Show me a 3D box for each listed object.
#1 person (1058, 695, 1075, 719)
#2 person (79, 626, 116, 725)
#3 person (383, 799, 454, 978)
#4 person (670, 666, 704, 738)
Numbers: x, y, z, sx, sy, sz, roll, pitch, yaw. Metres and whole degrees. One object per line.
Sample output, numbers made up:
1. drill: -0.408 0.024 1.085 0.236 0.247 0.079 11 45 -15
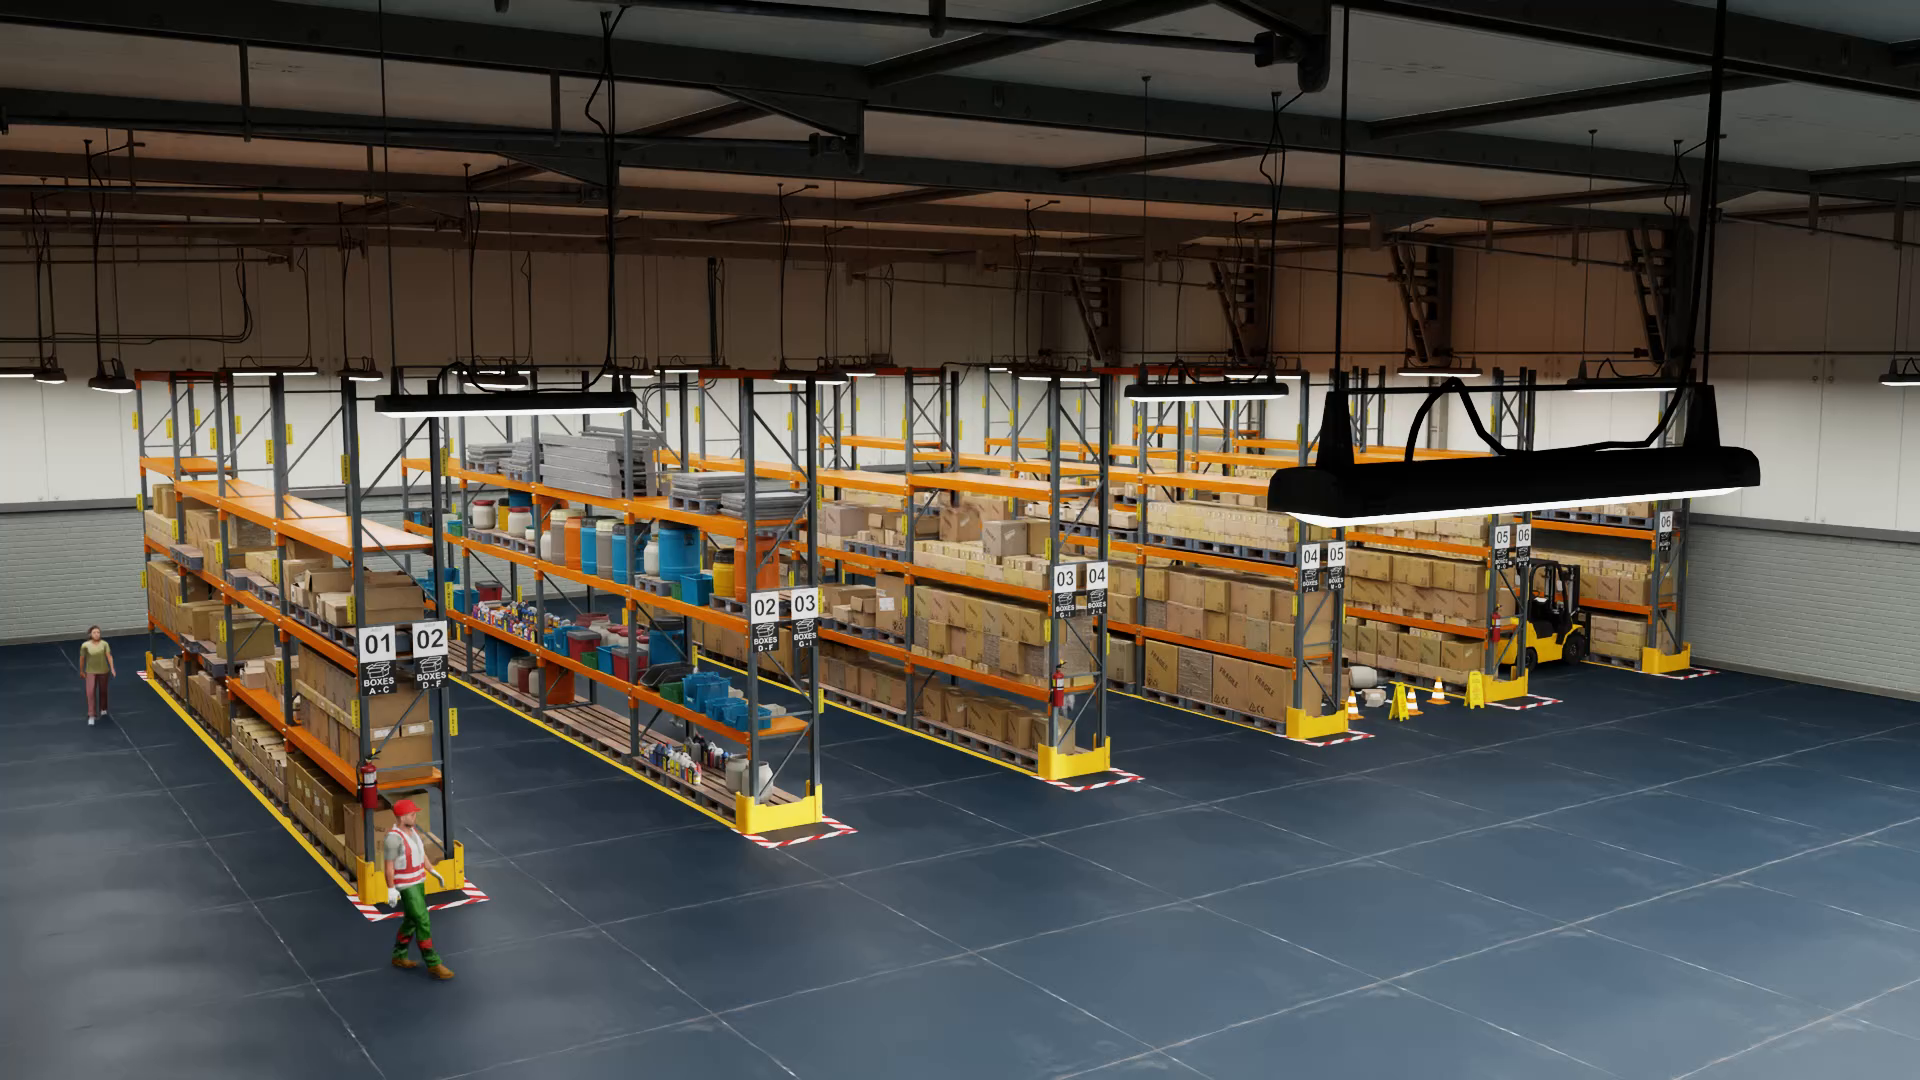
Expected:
1. person: 1.658 2.366 27.750 0.607 1.696 0.767 -2 7 -20
2. person: -14.816 2.279 28.568 0.554 1.628 0.993 -3 7 -25
3. person: -5.509 3.545 17.019 0.789 1.790 0.559 1 7 8
4. person: -4.513 2.402 27.414 1.004 1.638 0.556 6 8 41
